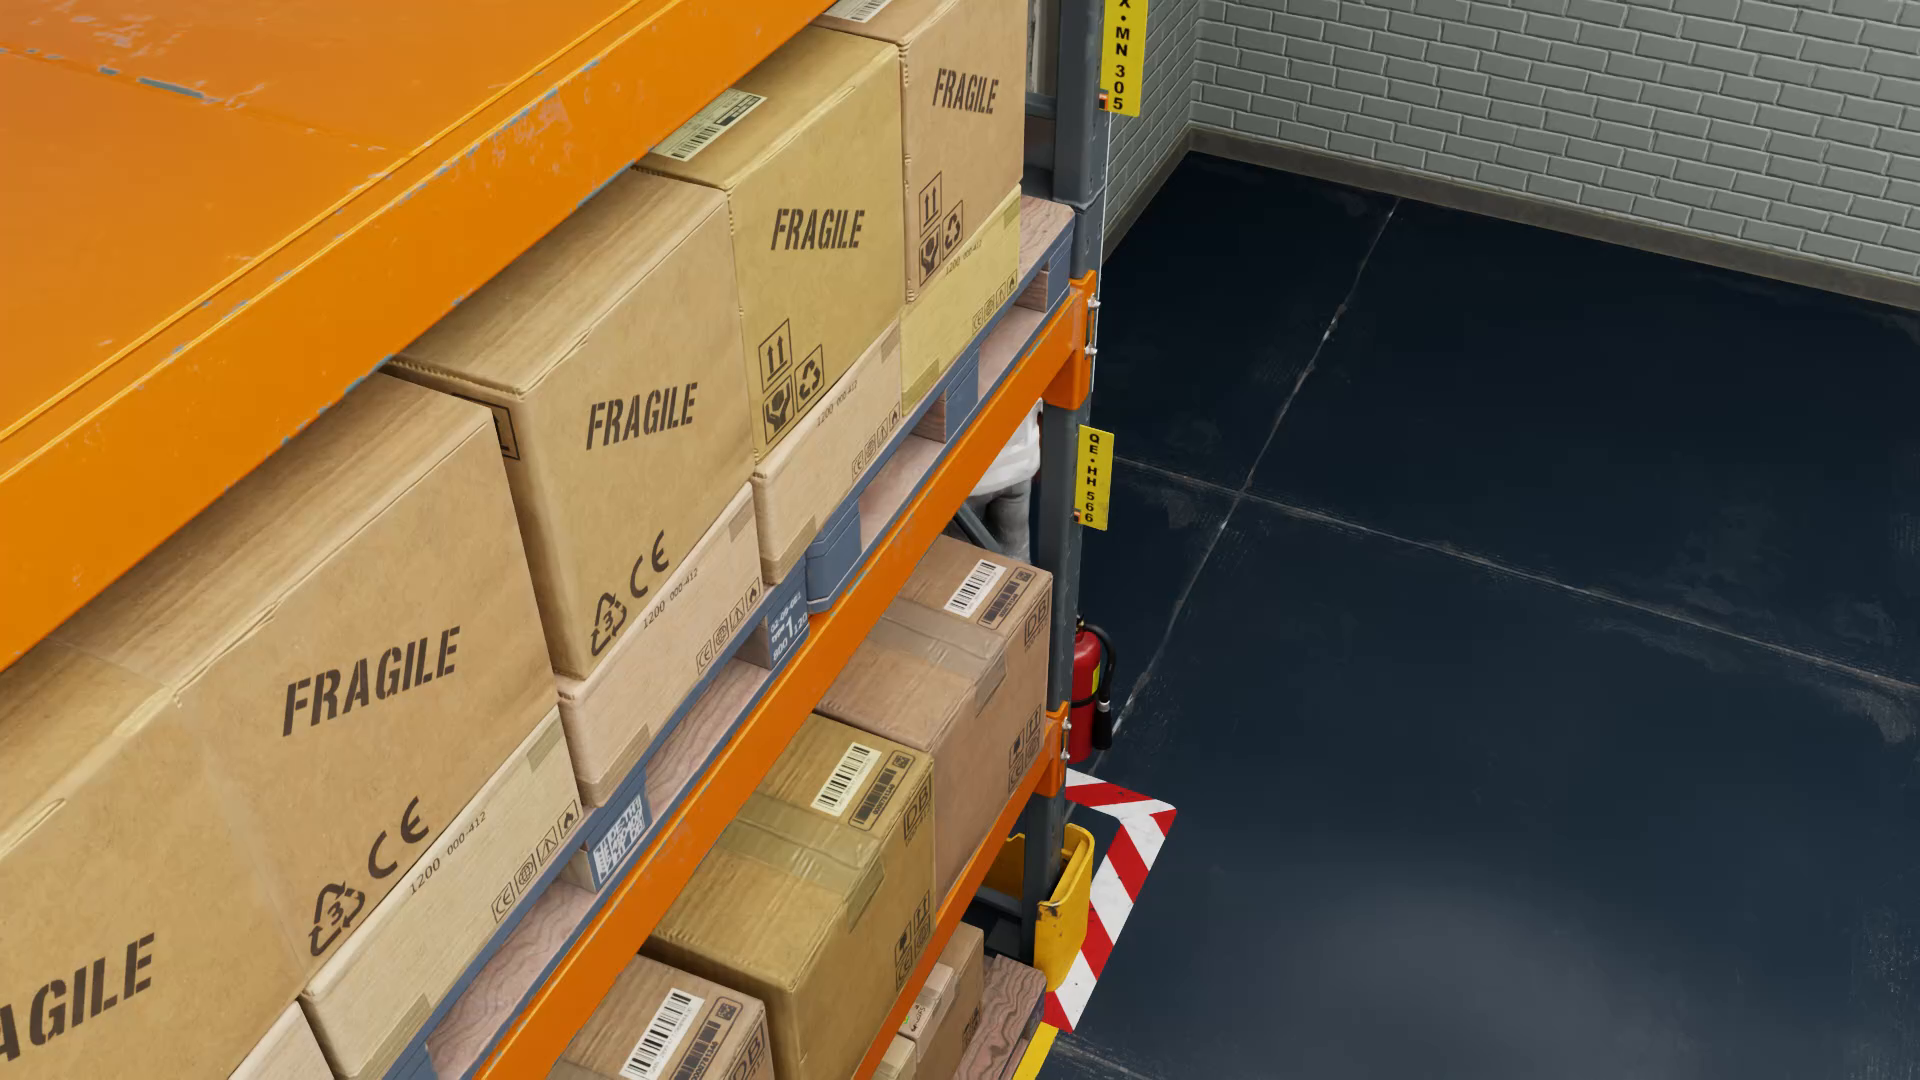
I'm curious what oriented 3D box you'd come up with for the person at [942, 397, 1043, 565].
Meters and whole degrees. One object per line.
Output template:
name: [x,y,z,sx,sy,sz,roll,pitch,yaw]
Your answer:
person: [0.071,-0.314,6.484,0.585,1.771,0.626,-17,44,-18]
